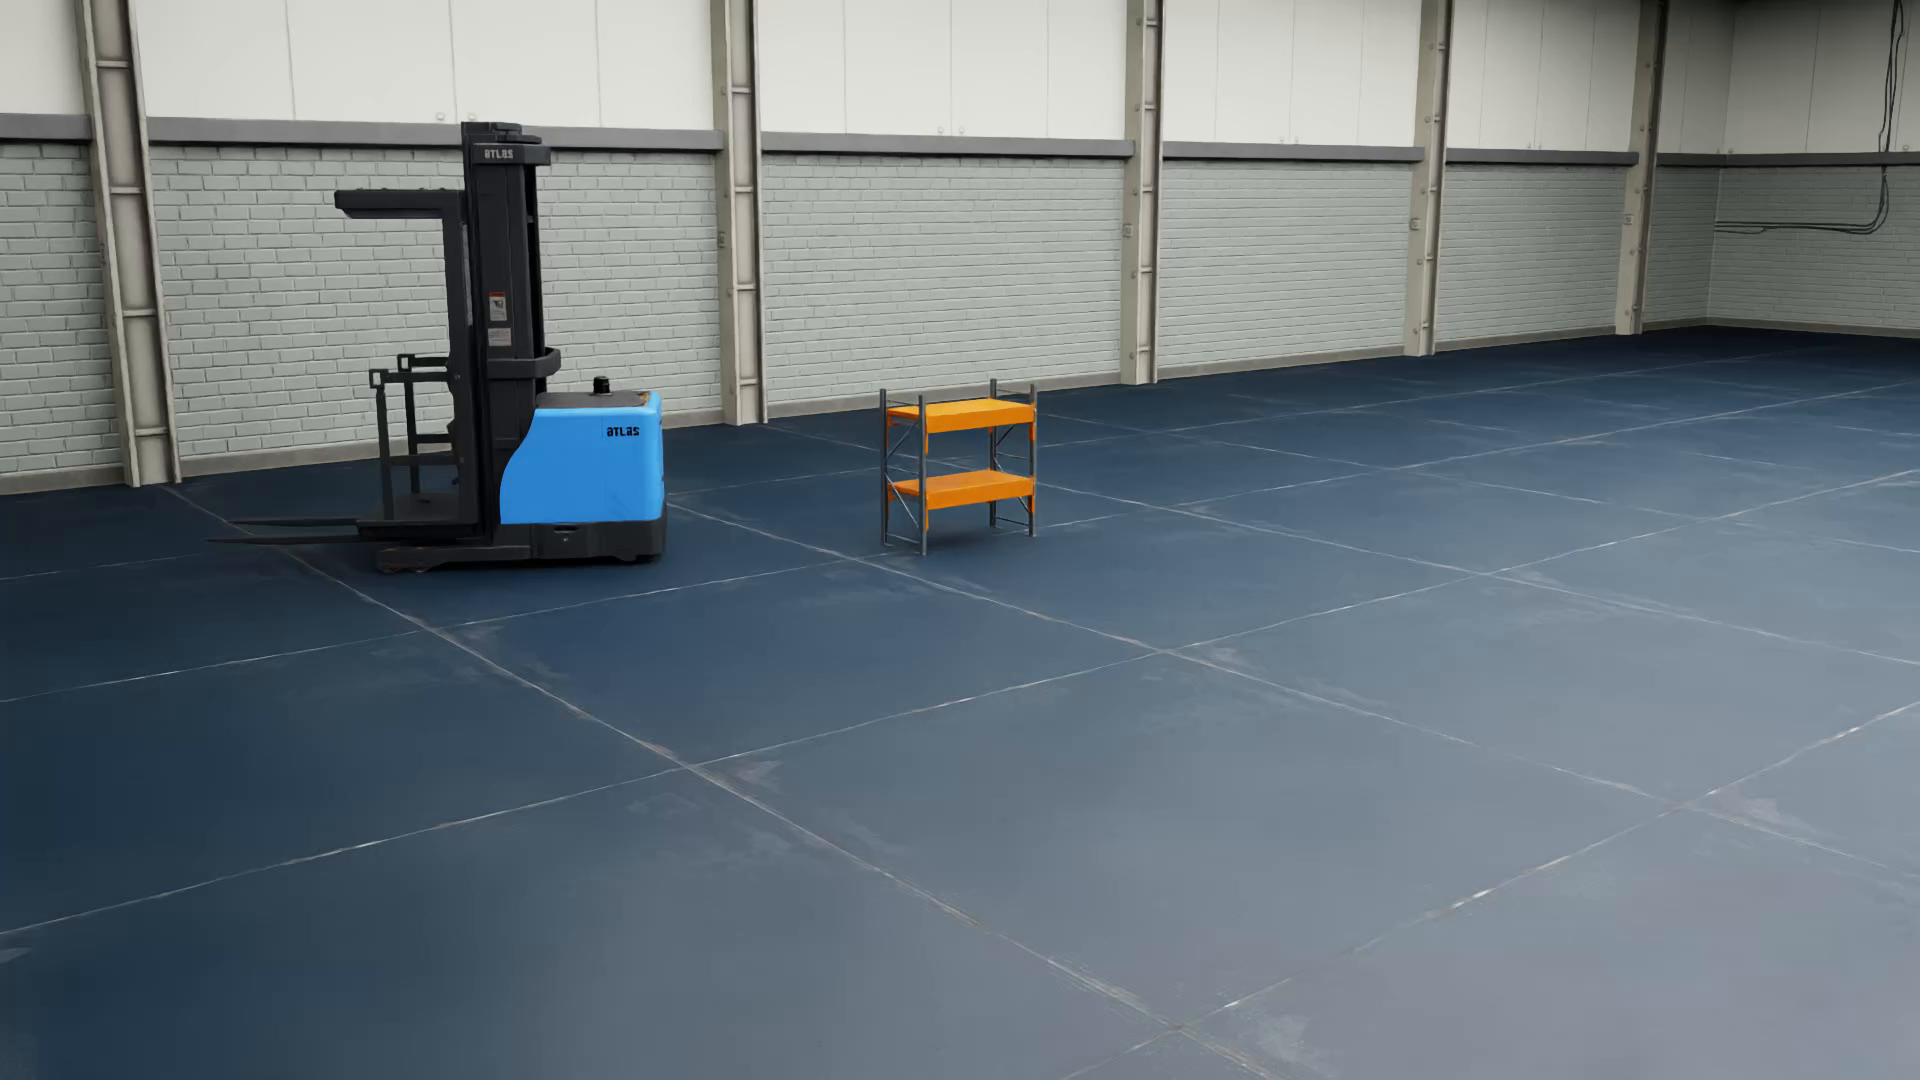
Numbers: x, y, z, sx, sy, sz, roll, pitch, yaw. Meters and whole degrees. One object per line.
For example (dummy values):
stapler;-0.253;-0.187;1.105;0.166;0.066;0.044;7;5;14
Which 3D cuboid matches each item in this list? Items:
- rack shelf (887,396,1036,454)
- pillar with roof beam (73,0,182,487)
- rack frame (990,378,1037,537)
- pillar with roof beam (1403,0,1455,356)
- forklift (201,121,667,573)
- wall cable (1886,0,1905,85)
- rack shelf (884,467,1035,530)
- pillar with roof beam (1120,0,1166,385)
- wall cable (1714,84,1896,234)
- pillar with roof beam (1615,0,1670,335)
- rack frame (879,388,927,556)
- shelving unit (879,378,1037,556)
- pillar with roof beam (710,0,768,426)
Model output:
rack shelf;-0.005;-0.836;11.947;1.000;0.278;0.538;-9;15;-38
pillar with roof beam;-4.342;-4.206;10.270;0.400;9.000;9.100;-9;15;-38
rack frame;0.392;-0.615;12.318;0.032;1.125;0.500;-9;15;-38
pillar with roof beam;9.713;-6.541;21.270;0.400;9.000;9.100;-9;15;-38
forklift;-3.595;-1.328;11.329;3.031;2.935;1.130;-2;12;-8
wall cable;16.526;-8.699;26.746;0.112;2.526;3.097;-9;15;-38
rack shelf;-0.005;-0.310;12.059;1.000;0.278;0.538;-9;15;-38
pillar with roof beam;5.028;-5.763;17.603;0.400;9.000;9.100;-9;15;-38
wall cable;14.836;-6.667;29.337;0.112;2.526;3.097;-9;15;-38
pillar with roof beam;14.399;-7.320;24.936;0.400;9.000;9.100;-9;15;-38
rack frame;-0.402;-0.483;11.697;0.032;1.125;0.500;-9;15;-38
shelving unit;-0.005;-0.549;12.008;1.048;1.125;0.538;-9;15;-38
pillar with roof beam;0.343;-4.984;13.937;0.400;9.000;9.100;-9;15;-38
